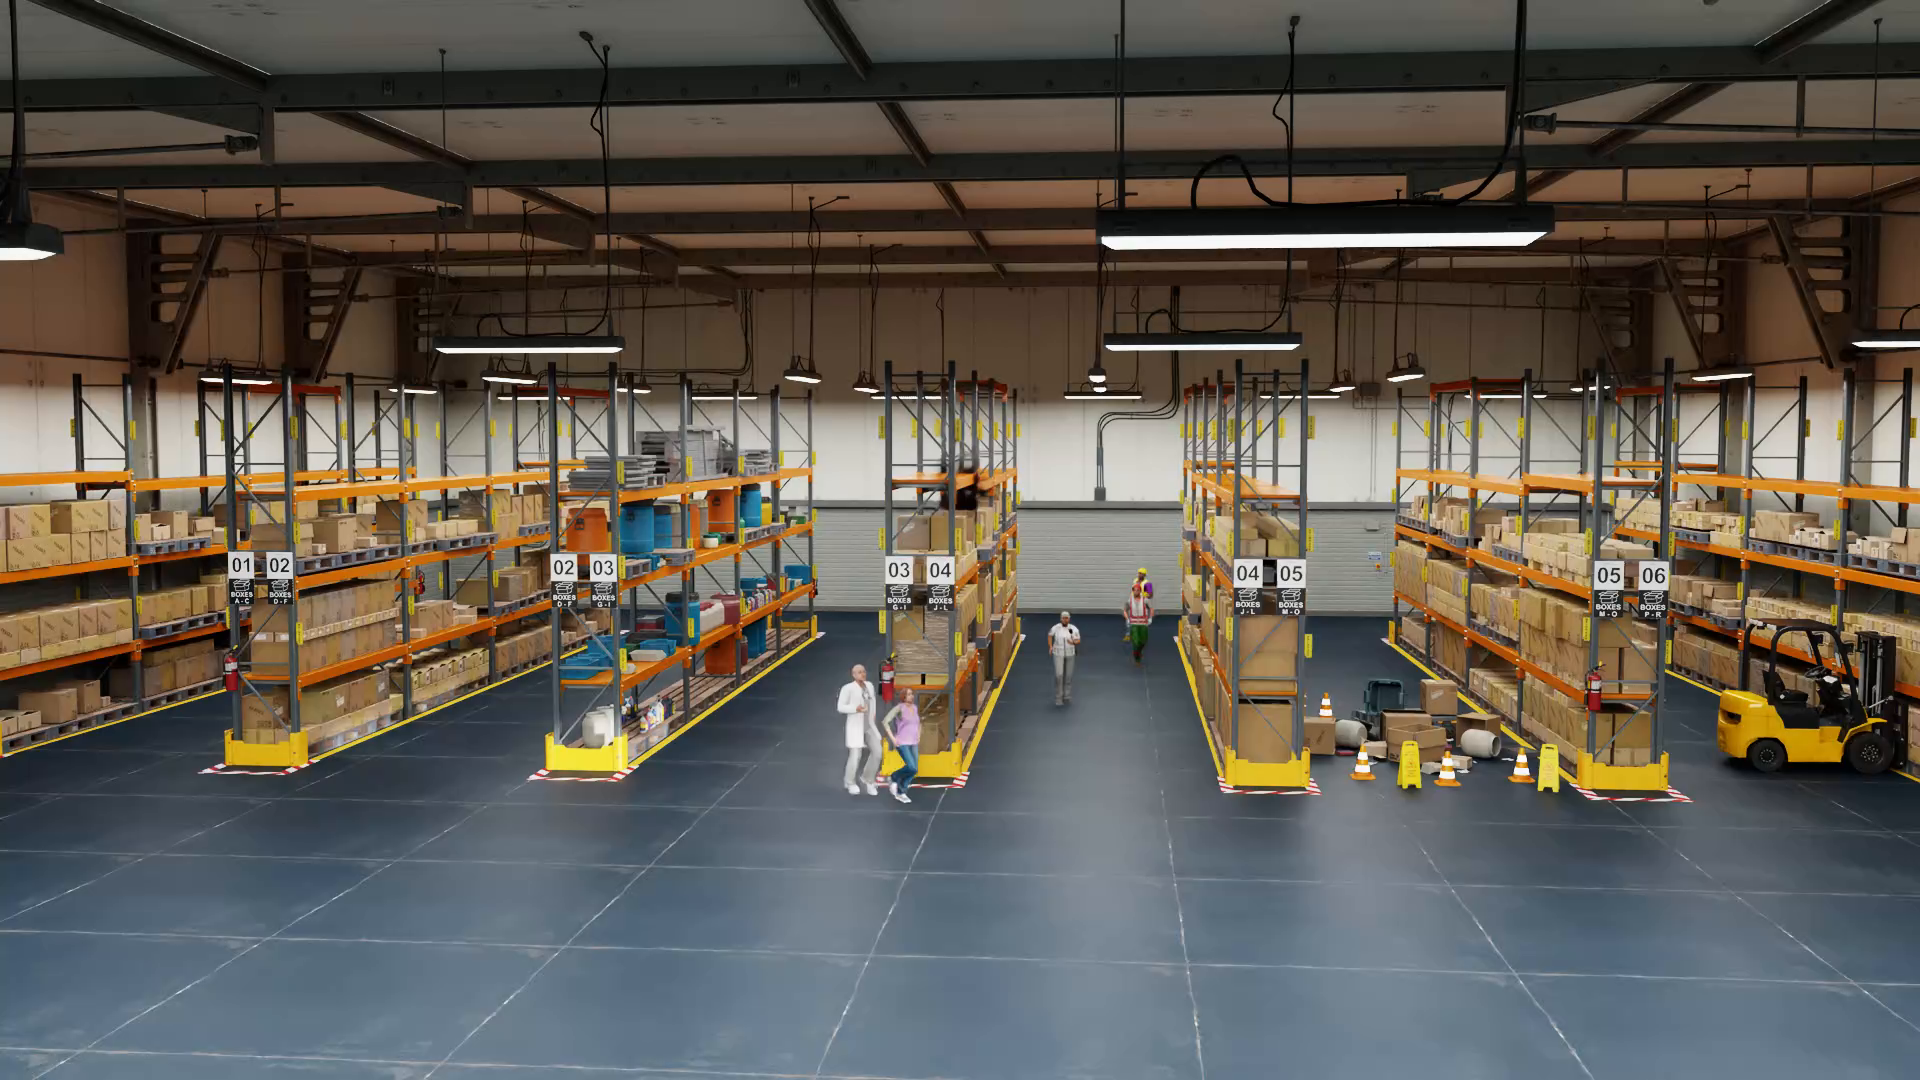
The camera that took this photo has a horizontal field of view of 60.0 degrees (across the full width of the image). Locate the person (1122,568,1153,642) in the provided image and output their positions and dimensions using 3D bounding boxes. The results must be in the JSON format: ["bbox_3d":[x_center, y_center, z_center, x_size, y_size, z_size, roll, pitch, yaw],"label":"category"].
[{"bbox_3d":[4.242,1.535,39.614,0.750,1.748,0.821,3,5,42],"label":"person"}]

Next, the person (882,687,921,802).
[{"bbox_3d":[-0.711,2.760,22.399,0.464,1.546,0.547,3,5,41],"label":"person"}]

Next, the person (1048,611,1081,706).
[{"bbox_3d":[1.917,2.167,30.541,0.579,1.729,0.748,0,4,-3],"label":"person"}]

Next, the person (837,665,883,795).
[{"bbox_3d":[-1.345,2.628,22.875,0.716,1.827,0.700,-3,5,-37],"label":"person"}]

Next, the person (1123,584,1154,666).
[{"bbox_3d":[3.795,1.807,35.419,0.653,1.749,0.564,1,4,8],"label":"person"}]
